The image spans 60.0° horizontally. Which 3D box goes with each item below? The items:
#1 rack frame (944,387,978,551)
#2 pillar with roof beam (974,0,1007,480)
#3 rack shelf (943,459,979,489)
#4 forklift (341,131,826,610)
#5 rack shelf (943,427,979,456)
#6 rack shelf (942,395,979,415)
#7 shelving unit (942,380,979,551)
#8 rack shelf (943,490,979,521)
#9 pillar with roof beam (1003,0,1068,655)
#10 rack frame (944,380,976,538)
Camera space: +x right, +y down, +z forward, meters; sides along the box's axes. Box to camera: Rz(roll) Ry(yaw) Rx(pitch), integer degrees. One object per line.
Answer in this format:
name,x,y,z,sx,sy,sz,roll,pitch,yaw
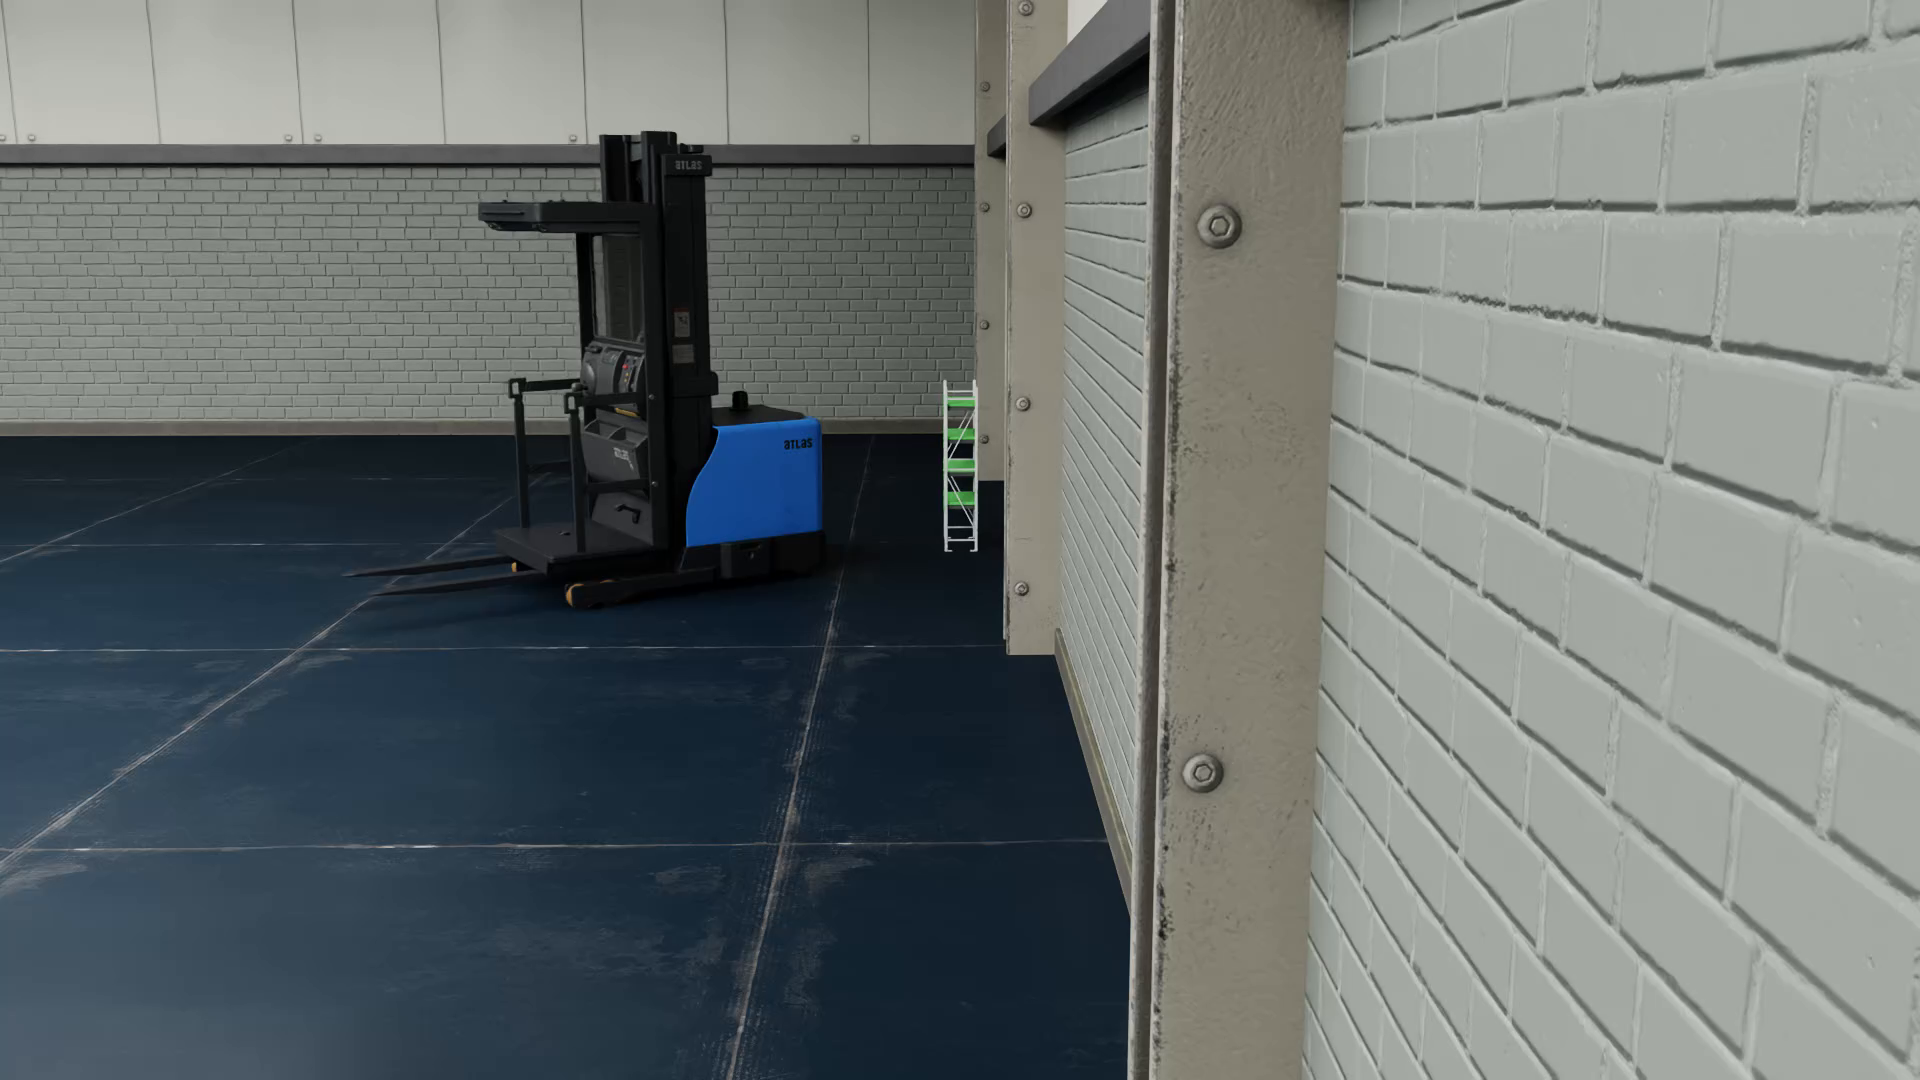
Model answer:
rack frame,0.008,-0.507,12.039,0.240,1.200,0.015,0,11,-1
pillar with roof beam,-4.015,-4.979,14.466,9.100,9.000,0.400,0,11,-1
rack shelf,0.003,-0.492,12.290,0.258,0.148,0.480,0,11,-1
forklift,-2.426,-1.119,10.701,3.031,2.935,1.130,-8,14,-34
rack shelf,0.003,-0.728,12.243,0.258,0.148,0.480,0,11,-1
rack shelf,0.003,-0.963,12.195,0.258,0.148,0.480,0,11,-1
shelving unit,0.003,-0.555,12.278,0.258,1.200,0.503,0,11,-1
rack shelf,0.003,-0.257,12.338,0.258,0.148,0.480,0,11,-1
pillar with roof beam,-3.891,-3.786,8.587,9.100,9.000,0.400,0,11,-1
rack frame,-0.002,-0.604,12.517,0.240,1.200,0.015,0,11,-1
